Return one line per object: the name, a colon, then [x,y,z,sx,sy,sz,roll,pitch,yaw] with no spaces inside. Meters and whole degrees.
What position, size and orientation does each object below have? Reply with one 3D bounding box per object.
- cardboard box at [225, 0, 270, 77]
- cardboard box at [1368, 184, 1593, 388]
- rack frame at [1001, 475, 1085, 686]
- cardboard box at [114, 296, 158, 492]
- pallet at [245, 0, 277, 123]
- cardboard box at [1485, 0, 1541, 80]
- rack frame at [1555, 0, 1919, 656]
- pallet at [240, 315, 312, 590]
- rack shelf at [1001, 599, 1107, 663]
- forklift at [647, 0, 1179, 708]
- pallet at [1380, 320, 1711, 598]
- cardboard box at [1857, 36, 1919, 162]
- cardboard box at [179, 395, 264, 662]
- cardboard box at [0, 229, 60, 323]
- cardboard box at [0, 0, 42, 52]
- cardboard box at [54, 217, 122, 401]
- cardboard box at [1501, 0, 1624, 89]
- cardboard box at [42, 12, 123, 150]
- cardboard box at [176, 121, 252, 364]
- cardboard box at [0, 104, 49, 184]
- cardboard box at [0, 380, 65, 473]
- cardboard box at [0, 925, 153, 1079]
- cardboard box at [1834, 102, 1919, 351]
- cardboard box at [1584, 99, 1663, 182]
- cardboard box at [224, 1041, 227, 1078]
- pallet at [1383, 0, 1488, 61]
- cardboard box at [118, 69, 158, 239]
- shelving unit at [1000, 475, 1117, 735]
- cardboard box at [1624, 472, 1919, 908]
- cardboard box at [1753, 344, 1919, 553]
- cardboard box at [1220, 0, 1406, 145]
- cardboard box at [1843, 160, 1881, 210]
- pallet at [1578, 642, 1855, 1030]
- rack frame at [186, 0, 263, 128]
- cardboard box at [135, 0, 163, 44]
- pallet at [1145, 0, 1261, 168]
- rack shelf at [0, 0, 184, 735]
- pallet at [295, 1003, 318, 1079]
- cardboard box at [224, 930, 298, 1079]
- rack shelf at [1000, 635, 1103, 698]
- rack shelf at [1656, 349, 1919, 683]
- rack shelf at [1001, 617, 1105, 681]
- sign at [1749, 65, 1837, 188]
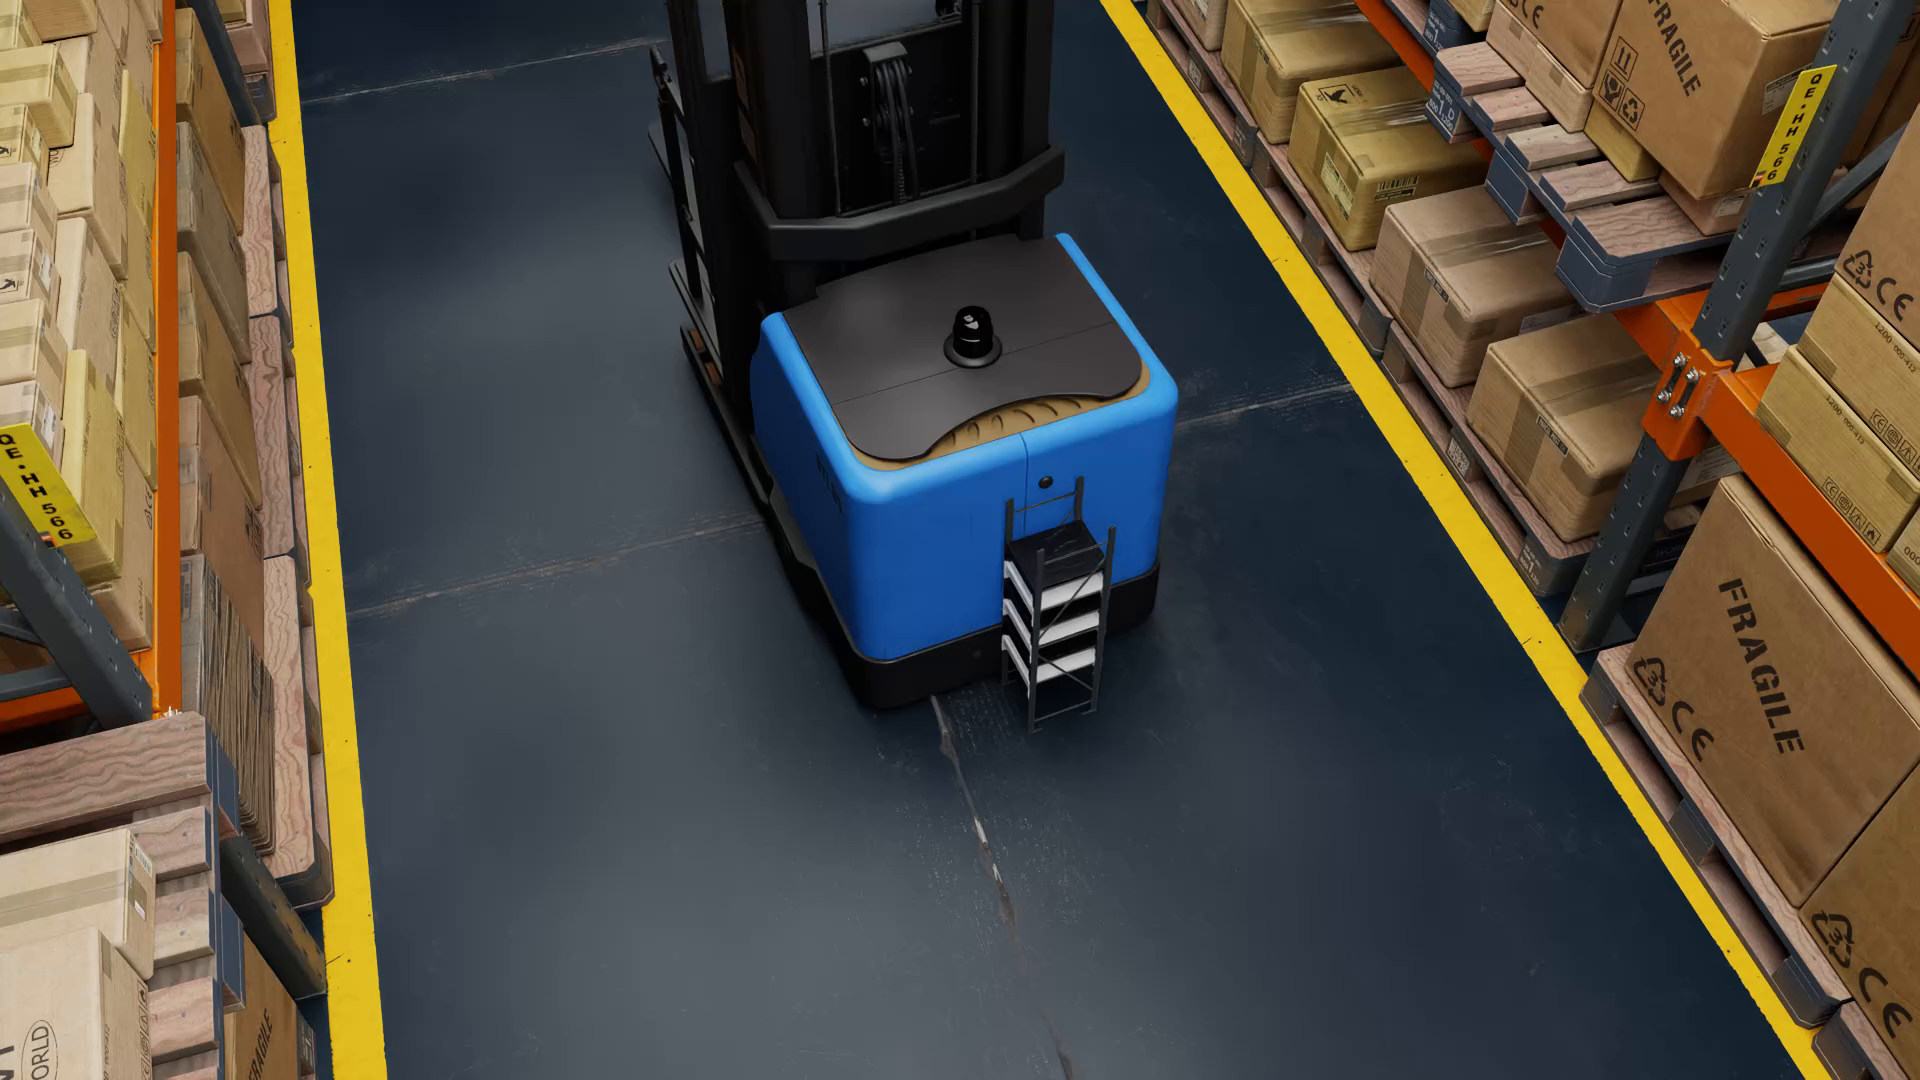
cardboard box: [-3.283,-2.220,7.184,0.500,0.250,0.500,-13,51,-11]
cardboard box: [2.084,-0.987,6.064,0.950,0.372,0.625,-14,51,-12]
rack frame: [0.243,0.143,5.041,0.240,0.900,0.006,-18,52,-15]
cardboard box: [-2.315,-0.321,4.157,0.500,0.250,0.500,-14,51,-12]
pallet: [-3.651,-2.235,7.496,1.003,0.211,1.213,-13,51,-11]
cardboard box: [1.813,-1.526,4.964,0.380,0.149,0.250,-16,52,-13]
rack frame: [2.467,-0.747,4.418,1.000,3.000,0.127,-13,51,-11]
pallet: [-2.836,-0.222,5.799,1.003,0.211,1.213,-13,51,-11]
rack shelf: [0.282,0.236,5.006,0.258,0.077,0.200,-18,52,-15]
forklift: [-0.398,-1.567,5.154,1.130,2.935,3.031,-18,52,-15]
pallet: [2.238,-0.419,5.965,1.003,0.211,1.213,-13,51,-11]
cardboard box: [2.555,-1.391,4.426,0.500,0.500,0.500,-15,51,-12]
cardboard box: [-2.645,0.074,5.004,0.875,0.625,0.625,-12,51,-10]
cardboard box: [-2.267,-0.539,3.753,0.380,0.149,0.250,-12,51,-10]
cardboard box: [-2.647,-1.271,4.370,0.380,0.149,0.250,-13,51,-11]
cardboard box: [-2.318,-0.480,3.964,0.500,0.250,0.500,-12,51,-10]
cardboard box: [1.904,-1.654,4.648,0.500,0.500,0.500,-14,51,-12]
cardboard box: [-2.631,-1.233,4.599,0.500,0.250,0.500,-13,51,-10]
cardboard box: [-3.069,-0.966,5.881,0.875,0.625,0.625,-14,51,-11]
cardboard box: [-2.459,-0.904,4.060,0.380,0.149,0.250,-13,51,-11]
cardboard box: [-2.086,-0.162,3.435,0.380,0.149,0.250,-12,51,-10]
cardboard box: [-1.652,0.989,2.778,0.500,0.250,0.500,-15,52,-13]
cardboard box: [2.380,-0.686,3.647,0.500,0.500,0.500,-15,51,-12]
cardboard box: [1.997,-1.167,4.661,0.380,0.149,0.250,-13,51,-10]
cardboard box: [-1.885,1.143,3.760,0.380,0.149,0.250,-16,52,-13]
pallet: [1.843,-2.121,5.702,1.003,0.211,1.213,-13,51,-11]
cardboard box: [-2.626,-1.075,4.792,0.500,0.250,0.500,-12,51,-10]
shelving unit: [0.282,0.215,4.980,0.258,0.900,0.210,-18,52,-15]
cardboard box: [2.592,0.326,4.628,0.875,0.875,0.875,-14,51,-11]
cardboard box: [2.372,-0.284,4.126,0.500,0.250,0.500,-14,51,-12]
cardboard box: [1.658,-2.050,6.960,0.950,0.372,0.625,-10,51,-9]
cardboard box: [2.549,-1.080,4.589,0.380,0.149,0.250,-16,52,-13]
pallet: [2.629,0.745,4.984,1.003,0.211,1.213,-13,51,-11]
rack frame: [-3.456,-2.543,5.932,1.000,3.000,0.127,-13,51,-11]
cardboard box: [-2.903,-1.820,5.420,0.500,0.250,0.500,-14,51,-11]
pallet: [1.516,-2.201,7.467,1.003,0.211,1.213,-13,51,-11]
rack shelf: [-2.865,-0.850,4.976,1.077,0.370,4.000,-13,51,-11]
pallet: [-2.088,1.831,4.068,1.003,0.211,1.213,-13,51,-11]
cardboard box: [-1.943,1.309,4.045,0.500,0.500,0.500,-12,51,-10]
rack shelf: [0.282,0.352,5.144,0.258,0.077,0.200,-18,52,-15]
rack shelf: [3.059,0.946,3.461,1.077,0.370,4.000,-13,51,-11]
rack shelf: [0.282,0.294,5.075,0.258,0.077,0.200,-18,52,-15]
sign: [1.952,-0.965,3.896,0.100,0.325,0.005,-13,51,-11]
